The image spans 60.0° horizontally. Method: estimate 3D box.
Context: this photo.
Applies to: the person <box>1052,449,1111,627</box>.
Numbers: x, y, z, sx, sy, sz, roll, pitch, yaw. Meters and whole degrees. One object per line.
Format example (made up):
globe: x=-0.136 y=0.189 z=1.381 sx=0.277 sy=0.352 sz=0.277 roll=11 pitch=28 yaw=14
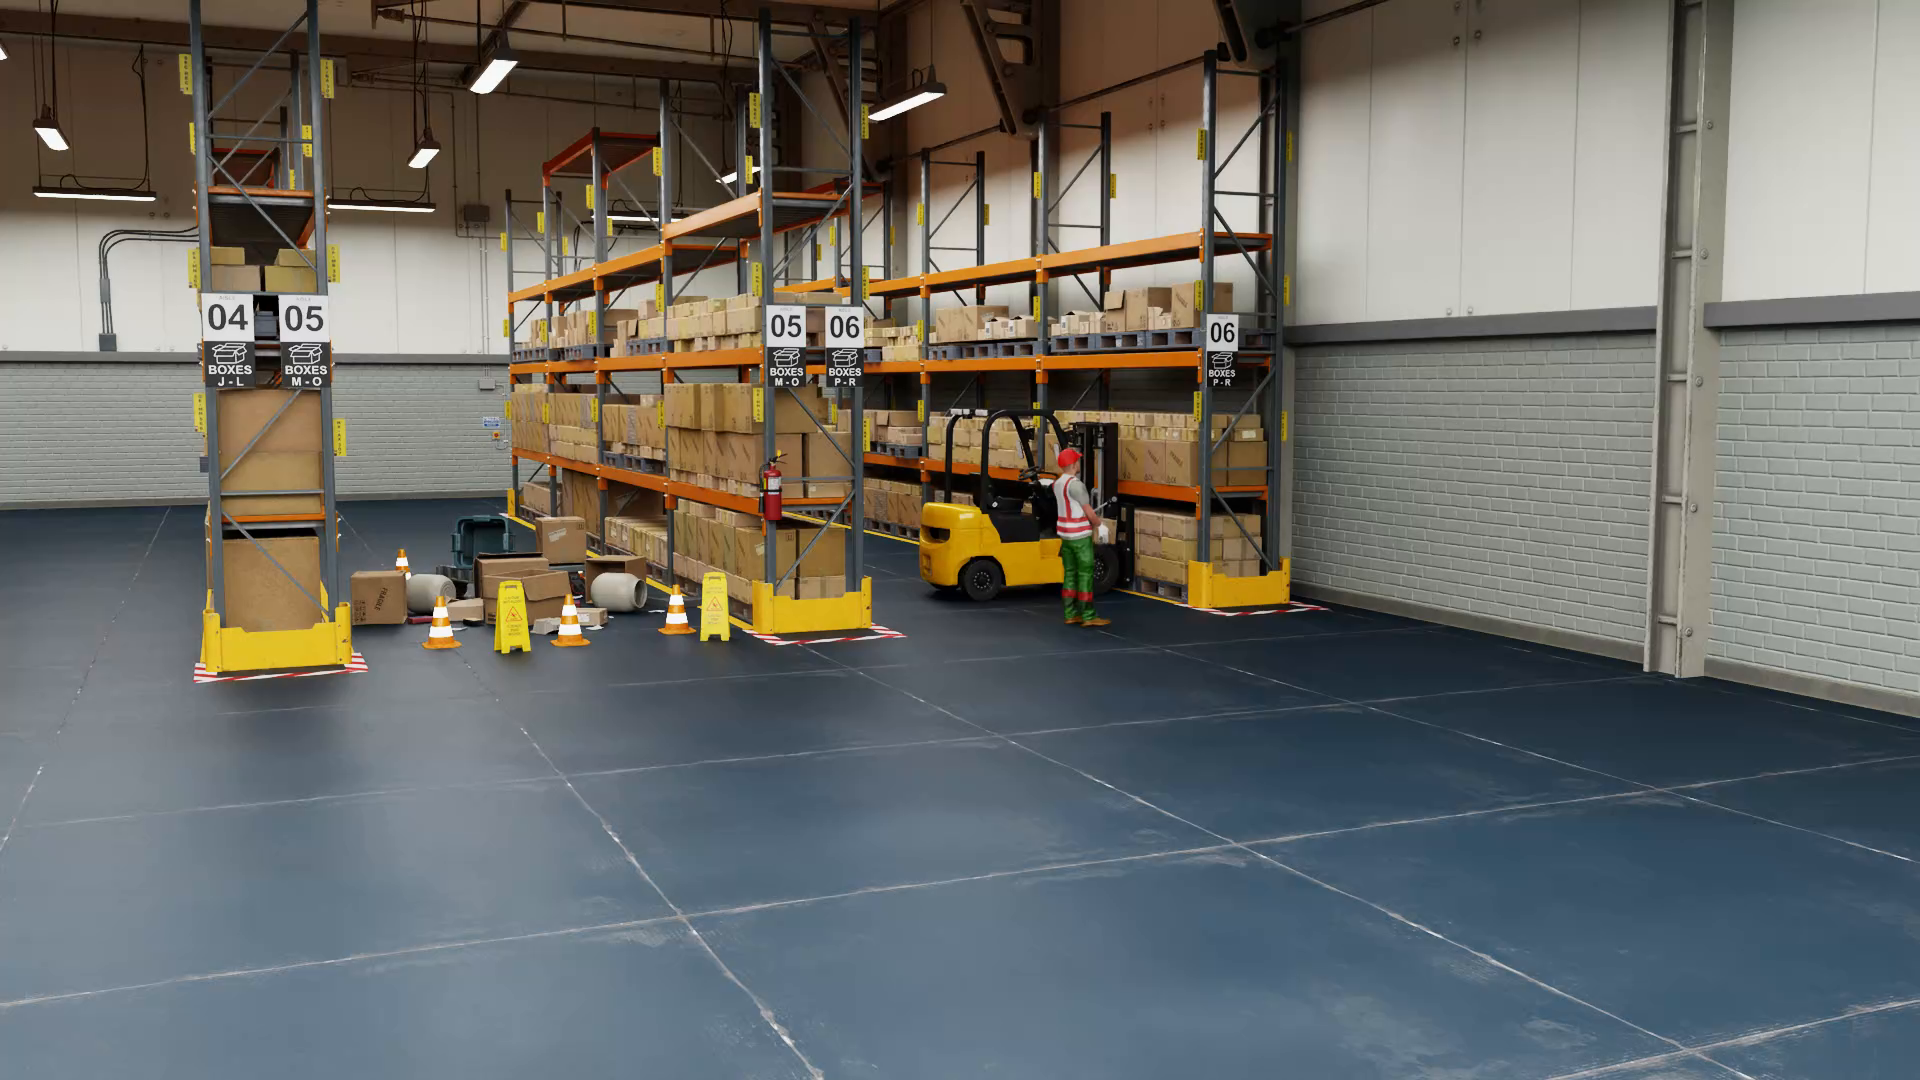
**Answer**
person: x=1.234 y=-0.034 z=16.906 sx=0.526 sy=1.793 sz=0.533 roll=-2 pitch=6 yaw=-24
